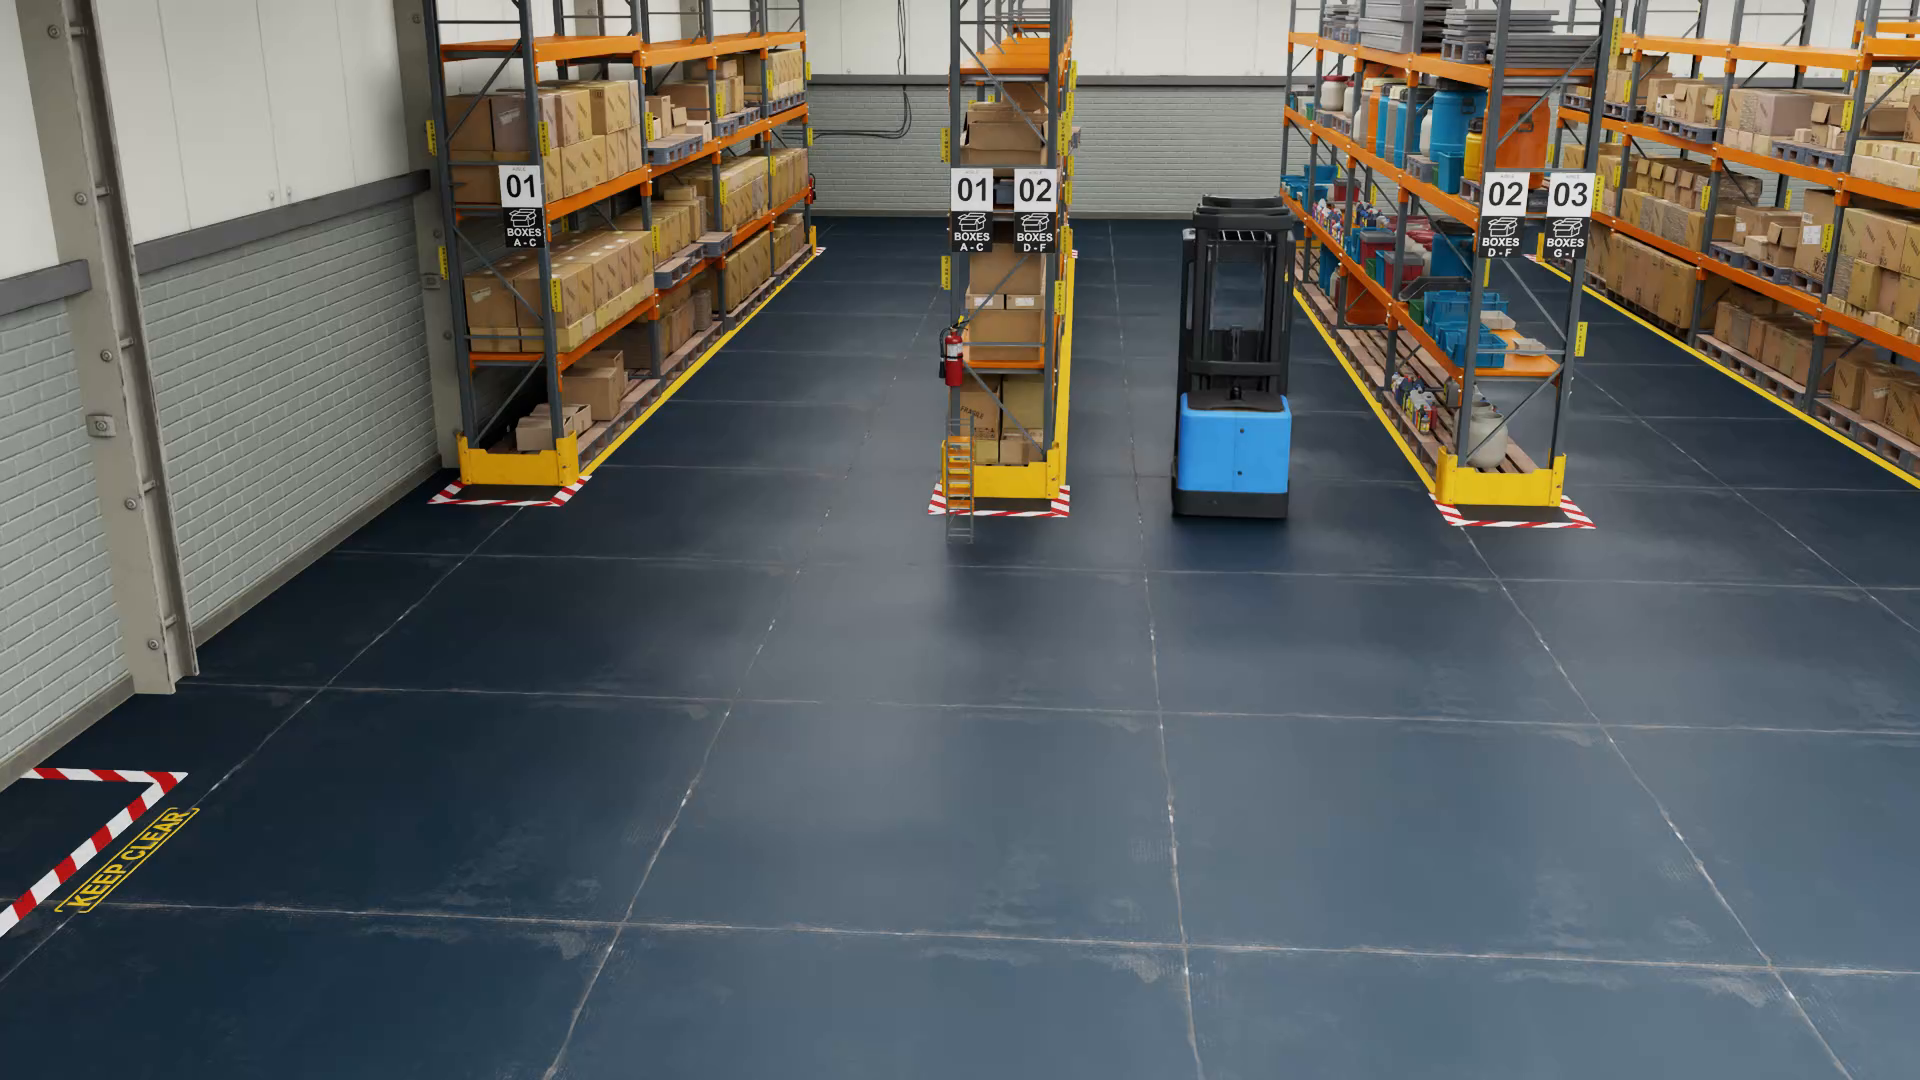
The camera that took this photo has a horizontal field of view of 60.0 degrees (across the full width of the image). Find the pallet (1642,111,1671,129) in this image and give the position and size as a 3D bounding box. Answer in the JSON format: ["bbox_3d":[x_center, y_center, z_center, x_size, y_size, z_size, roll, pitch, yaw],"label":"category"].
[{"bbox_3d":[11.136,-6.458,25.633,0.805,0.209,1.217,1,18,2],"label":"pallet"}]

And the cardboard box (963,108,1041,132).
[{"bbox_3d":[0.454,-4.379,17.916,0.797,0.503,0.637,3,18,10],"label":"cardboard box"}]

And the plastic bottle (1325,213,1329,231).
[{"bbox_3d":[5.673,-4.899,25.590,0.097,0.271,0.097,0,18,0],"label":"plastic bottle"}]

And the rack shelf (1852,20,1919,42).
[{"bbox_3d":[16.236,-8.396,27.583,1.077,0.370,4.000,1,18,4],"label":"rack shelf"}]

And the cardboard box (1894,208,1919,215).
[{"bbox_3d":[10.821,-3.443,18.697,0.500,0.500,0.500,1,18,4],"label":"cardboard box"}]

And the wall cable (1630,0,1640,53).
[{"bbox_3d":[15.282,-12.711,34.424,2.277,5.999,0.120,1,18,4],"label":"wall cable"}]

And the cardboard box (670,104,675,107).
[{"bbox_3d":[-4.237,-5.763,23.011,0.500,0.500,0.500,1,18,4],"label":"cardboard box"}]

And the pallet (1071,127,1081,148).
[{"bbox_3d":[1.026,-5.513,22.743,1.213,0.211,1.003,2,18,6],"label":"pallet"}]

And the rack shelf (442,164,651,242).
[{"bbox_3d":[-4.386,-3.719,18.122,1.077,0.370,4.000,1,18,4],"label":"rack shelf"}]

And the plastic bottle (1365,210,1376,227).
[{"bbox_3d":[6.232,-4.824,25.233,0.144,0.351,0.185,1,18,4],"label":"plastic bottle"}]

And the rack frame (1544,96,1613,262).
[{"bbox_3d":[11.439,-6.652,30.734,1.000,3.000,0.127,1,18,4],"label":"rack frame"}]

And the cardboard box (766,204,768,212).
[{"bbox_3d":[-3.411,-5.520,27.651,0.380,0.149,0.250,1,18,4],"label":"cardboard box"}]

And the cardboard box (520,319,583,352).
[{"bbox_3d":[-4.178,-2.097,17.042,0.500,0.250,0.500,1,18,2],"label":"cardboard box"}]

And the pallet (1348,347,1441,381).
[{"bbox_3d":[5.741,-2.335,22.038,1.003,0.211,1.213,1,18,4],"label":"pallet"}]

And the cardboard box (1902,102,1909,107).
[{"bbox_3d":[15.941,-7.093,27.503,0.500,0.250,0.500,1,18,3],"label":"cardboard box"}]

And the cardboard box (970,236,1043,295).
[{"bbox_3d":[0.462,-2.730,16.521,0.700,0.500,0.500,1,18,4],"label":"cardboard box"}]

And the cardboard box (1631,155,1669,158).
[{"bbox_3d":[11.485,-6.132,27.706,0.500,0.500,0.500,1,18,4],"label":"cardboard box"}]

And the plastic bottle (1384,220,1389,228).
[{"bbox_3d":[6.374,-4.636,24.789,0.097,0.271,0.097,0,18,0],"label":"plastic bottle"}]

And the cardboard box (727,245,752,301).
[{"bbox_3d":[-3.703,-4.175,25.951,0.750,0.750,0.750,1,18,4],"label":"cardboard box"}]

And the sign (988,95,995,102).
[{"bbox_3d":[0.444,-6.074,23.321,0.100,0.325,0.005,1,18,4],"label":"sign"}]

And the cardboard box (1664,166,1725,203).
[{"bbox_3d":[11.025,-5.329,24.925,0.797,0.503,0.637,2,18,6],"label":"cardboard box"}]

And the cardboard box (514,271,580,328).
[{"bbox_3d":[-4.196,-2.451,16.916,0.500,0.500,0.500,1,18,4],"label":"cardboard box"}]

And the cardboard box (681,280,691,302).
[{"bbox_3d":[-4.059,-3.476,23.146,0.500,0.250,0.500,2,18,5],"label":"cardboard box"}]

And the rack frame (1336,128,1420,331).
[{"bbox_3d":[5.925,-4.278,23.489,1.000,3.000,0.127,1,18,4],"label":"rack frame"}]

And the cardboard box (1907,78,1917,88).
[{"bbox_3d":[15.909,-7.554,27.468,0.380,0.149,0.250,1,18,4],"label":"cardboard box"}]

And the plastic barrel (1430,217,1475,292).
[{"bbox_3d":[5.969,-3.387,19.965,0.600,0.901,0.708,1,18,4],"label":"plastic barrel"}]

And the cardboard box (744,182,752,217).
[{"bbox_3d":[-3.553,-5.321,26.002,0.500,0.500,0.500,2,18,5],"label":"cardboard box"}]

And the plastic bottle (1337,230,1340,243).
[{"bbox_3d":[5.579,-4.456,24.351,0.097,0.201,0.097,0,18,0],"label":"plastic bottle"}]

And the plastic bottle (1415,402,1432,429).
[{"bbox_3d":[5.092,-1.366,18.269,0.152,0.276,0.135,1,18,4],"label":"plastic bottle"}]

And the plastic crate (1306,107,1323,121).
[{"bbox_3d":[5.941,-6.983,27.268,0.450,0.188,0.662,1,18,4],"label":"plastic crate"}]

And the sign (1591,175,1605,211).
[{"bbox_3d":[5.900,-3.209,15.396,0.100,0.325,0.005,1,18,4],"label":"sign"}]

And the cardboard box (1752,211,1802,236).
[{"bbox_3d":[10.927,-4.070,22.020,0.700,0.500,0.500,4,19,12],"label":"cardboard box"}]

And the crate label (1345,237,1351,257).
[{"bbox_3d":[5.521,-4.076,23.141,0.303,0.233,0.416,1,18,4],"label":"crate label"}]

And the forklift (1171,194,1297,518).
[{"bbox_3d":[2.741,-2.012,16.683,1.130,2.935,3.031,2,18,7],"label":"forklift"}]

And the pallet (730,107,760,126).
[{"bbox_3d":[-3.686,-6.790,26.645,0.805,0.209,1.217,1,18,2],"label":"pallet"}]

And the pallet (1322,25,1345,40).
[{"bbox_3d":[6.183,-7.834,25.651,1.003,0.211,1.213,1,18,4],"label":"pallet"}]

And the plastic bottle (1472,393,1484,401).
[{"bbox_3d":[5.828,-1.534,18.781,0.152,0.276,0.135,2,18,5],"label":"plastic bottle"}]

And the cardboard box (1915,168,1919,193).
[{"bbox_3d":[10.182,-3.663,17.035,0.500,0.250,0.500,1,18,3],"label":"cardboard box"}]

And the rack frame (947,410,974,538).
[{"bbox_3d":[0.006,-0.594,15.136,0.240,1.200,0.006,1,18,4],"label":"rack frame"}]

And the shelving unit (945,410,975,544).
[{"bbox_3d":[-0.001,-0.566,15.049,0.258,1.200,0.189,1,18,4],"label":"shelving unit"}]

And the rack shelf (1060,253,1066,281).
[{"bbox_3d":[0.842,-3.427,22.046,1.077,0.370,4.000,1,18,4],"label":"rack shelf"}]

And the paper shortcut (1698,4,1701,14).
[{"bbox_3d":[10.436,-7.506,23.483,0.009,0.170,0.078,11,-13,1],"label":"paper shortcut"}]

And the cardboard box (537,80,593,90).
[{"bbox_3d":[-4.563,-5.069,19.286,0.500,0.500,0.500,2,18,5],"label":"cardboard box"}]

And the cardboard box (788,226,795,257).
[{"bbox_3d":[-3.404,-5.464,30.449,0.700,0.500,0.500,1,18,2],"label":"cardboard box"}]

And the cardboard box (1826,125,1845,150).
[{"bbox_3d":[10.547,-4.781,19.746,0.396,0.266,0.258,2,18,6],"label":"cardboard box"}]

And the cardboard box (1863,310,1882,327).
[{"bbox_3d":[10.175,-2.436,18.269,0.380,0.149,0.250,1,18,4],"label":"cardboard box"}]

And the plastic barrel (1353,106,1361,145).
[{"bbox_3d":[5.598,-5.667,22.731,0.421,0.512,0.421,0,18,0],"label":"plastic barrel"}]

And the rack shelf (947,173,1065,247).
[{"bbox_3d":[0.555,-3.610,17.788,1.077,0.370,4.000,1,18,4],"label":"rack shelf"}]

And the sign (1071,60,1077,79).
[{"bbox_3d":[2.111,-8.702,30.751,0.100,0.325,0.005,1,18,4],"label":"sign"}]

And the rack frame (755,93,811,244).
[{"bbox_3d":[-3.383,-6.984,31.746,1.000,3.000,0.127,1,18,4],"label":"rack frame"}]

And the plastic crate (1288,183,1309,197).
[{"bbox_3d":[6.059,-6.233,29.629,0.416,0.233,0.300,1,18,4],"label":"plastic crate"}]

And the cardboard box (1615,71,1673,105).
[{"bbox_3d":[11.149,-7.374,27.125,0.700,0.500,0.500,0,18,1],"label":"cardboard box"}]
